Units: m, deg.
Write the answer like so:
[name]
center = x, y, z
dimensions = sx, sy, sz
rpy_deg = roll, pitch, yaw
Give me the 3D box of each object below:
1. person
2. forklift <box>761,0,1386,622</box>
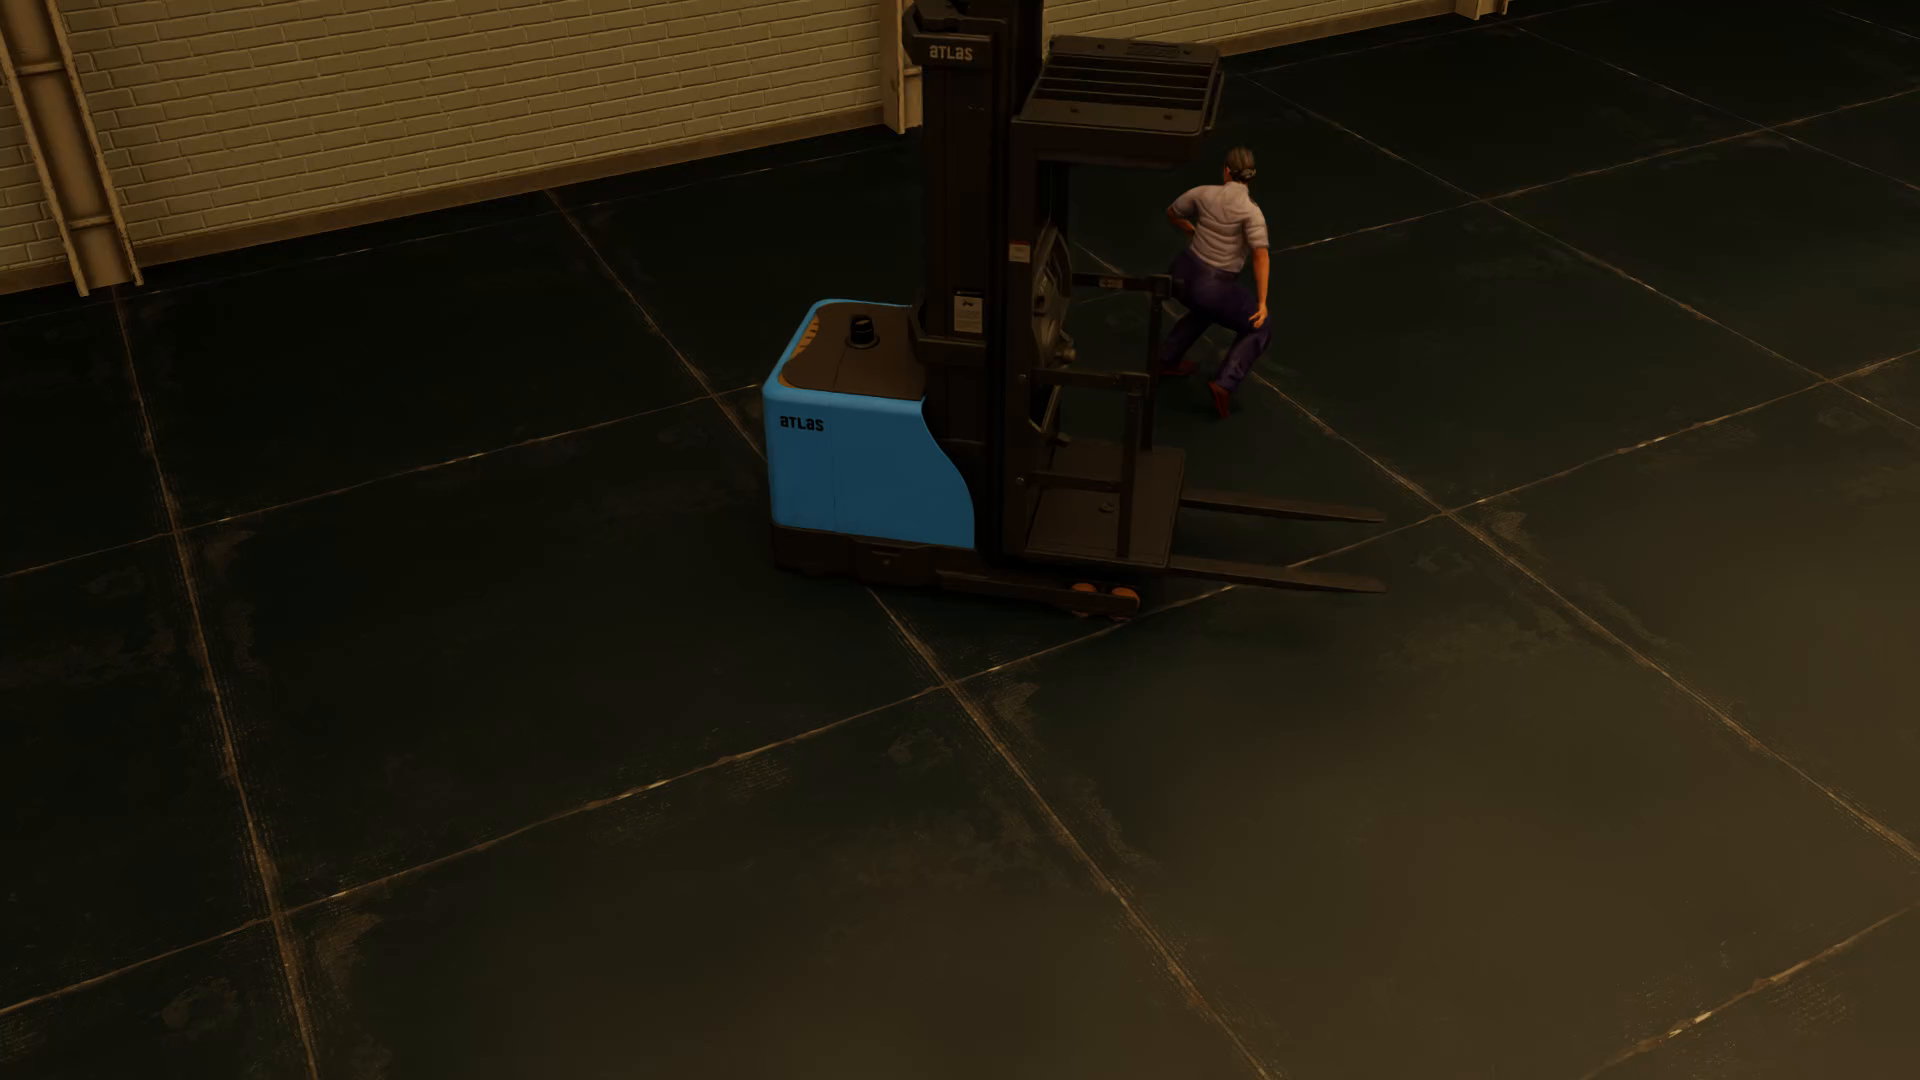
[person]
center = 1.490, -1.449, 9.500
dimensions = 0.483, 1.534, 0.922
rpy_deg = -23, 41, -29
[forklift]
center = 0.615, -1.135, 7.728
dimensions = 3.031, 2.935, 1.130
rpy_deg = 7, 36, 10
